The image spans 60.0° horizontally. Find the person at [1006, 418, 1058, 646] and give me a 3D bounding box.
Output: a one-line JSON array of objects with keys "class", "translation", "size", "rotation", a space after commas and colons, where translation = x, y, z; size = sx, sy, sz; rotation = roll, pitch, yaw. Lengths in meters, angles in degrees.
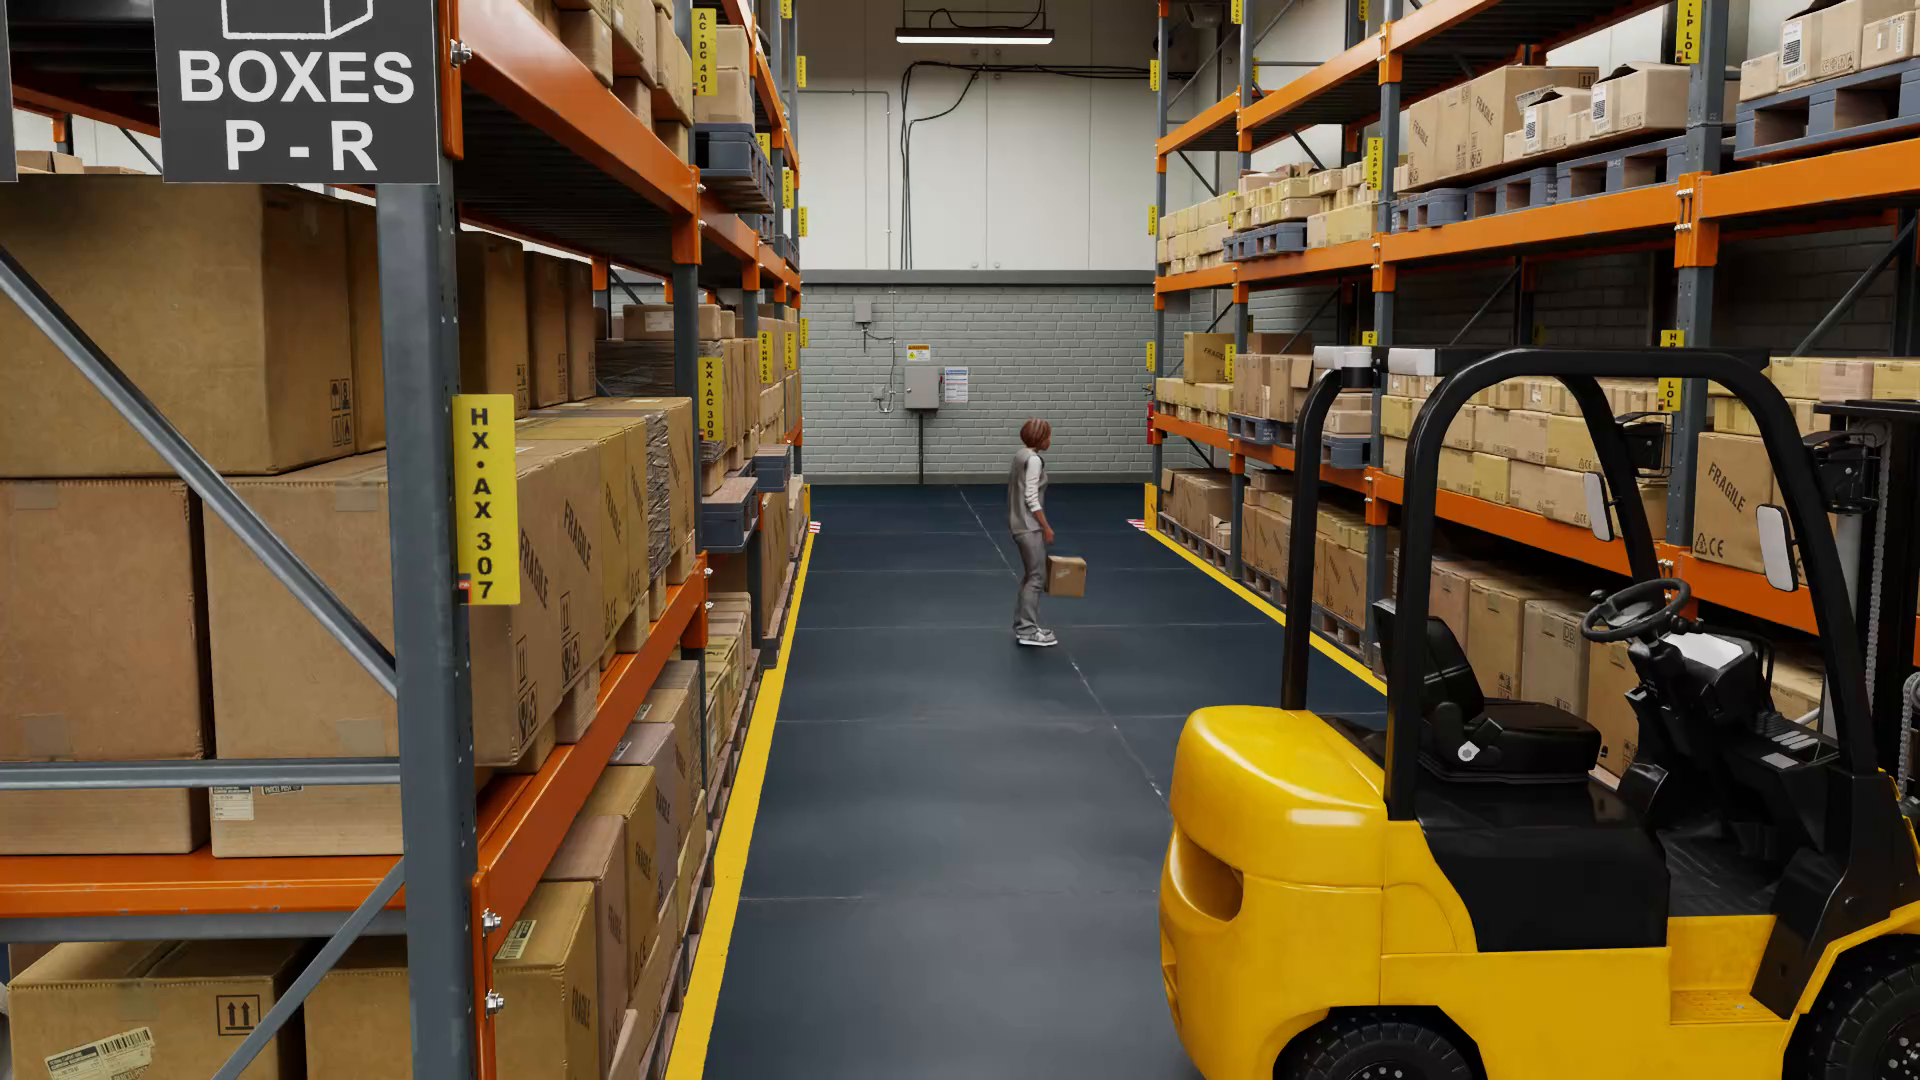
[{"class": "person", "translation": [0.507, -0.065, 11.809], "size": [0.341, 1.598, 0.452], "rotation": [-1, 7, -5]}]
